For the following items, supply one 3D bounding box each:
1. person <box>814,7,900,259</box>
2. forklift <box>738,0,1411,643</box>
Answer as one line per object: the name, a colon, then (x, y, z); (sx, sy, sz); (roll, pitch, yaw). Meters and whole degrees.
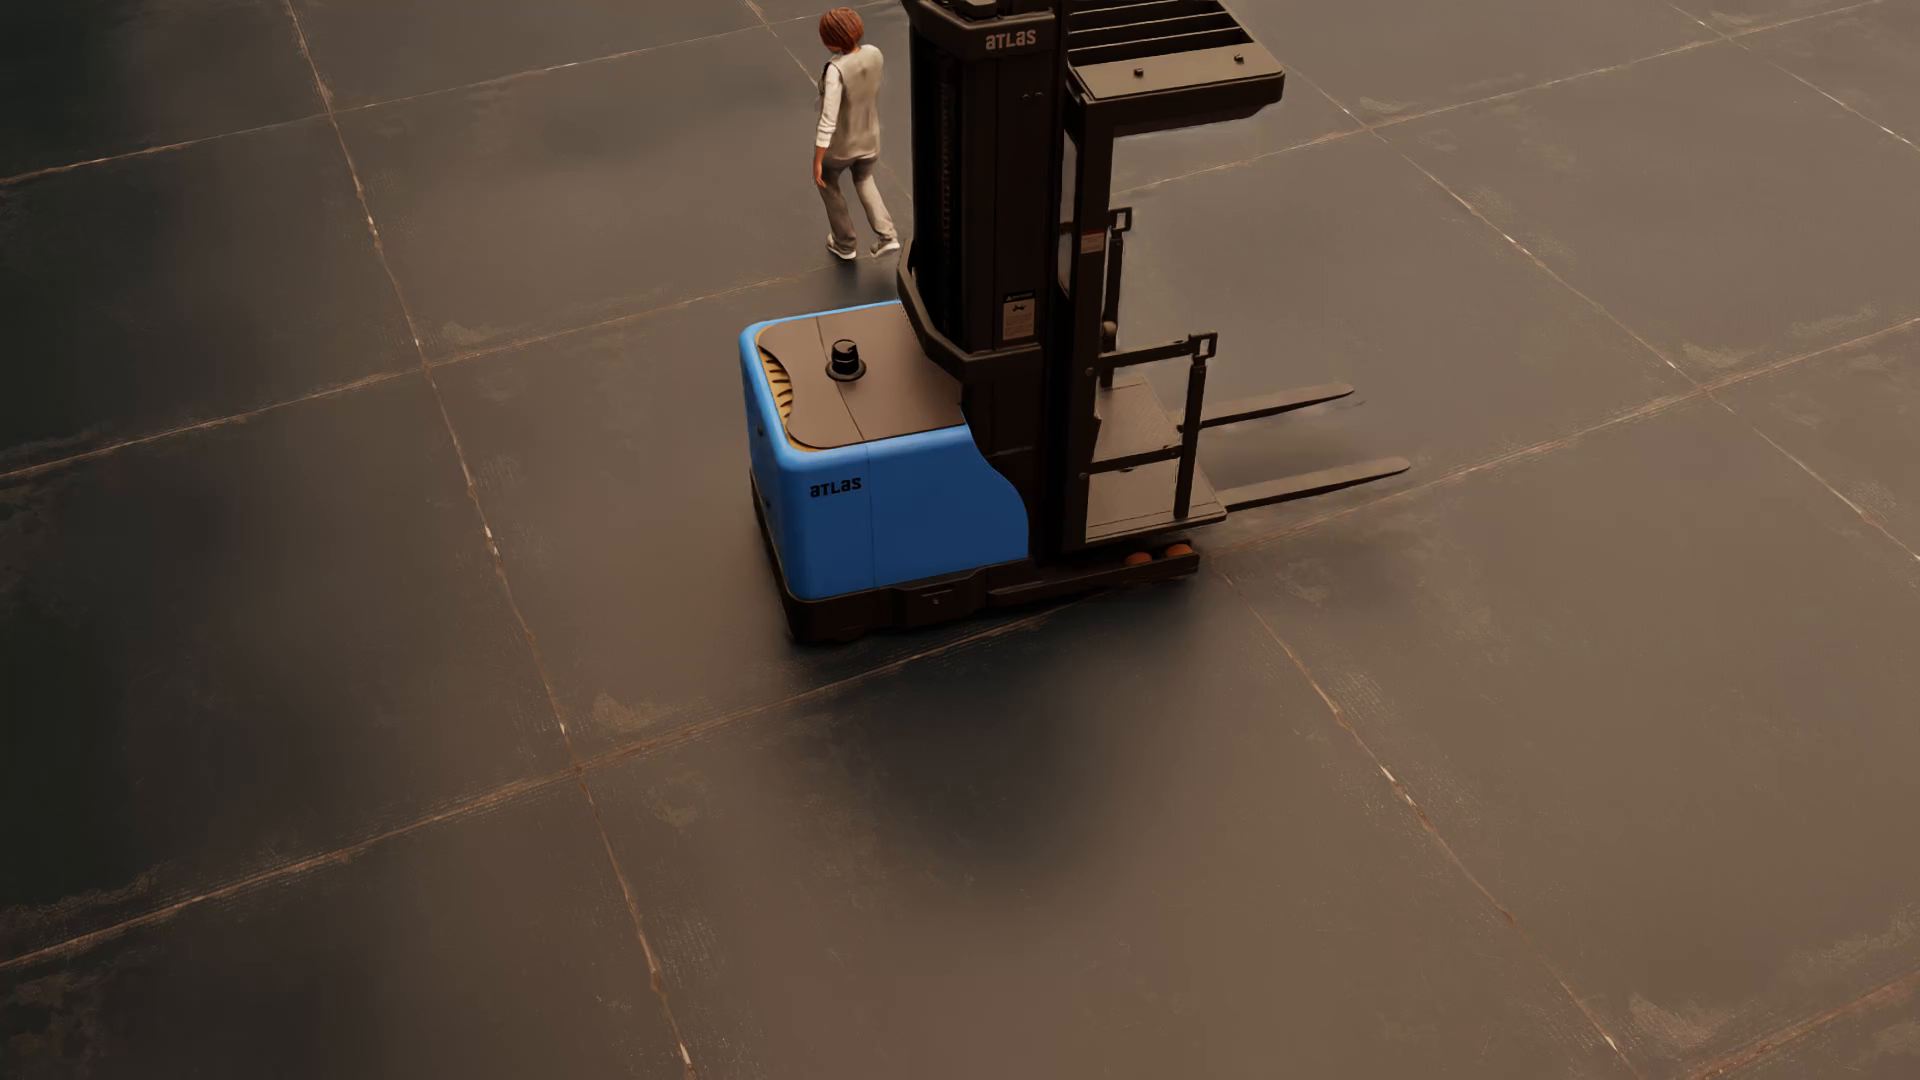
person: (-0.630, -2.154, 9.019); (0.563, 1.540, 0.580); (-22, 47, -22)
forklift: (0.592, -1.190, 6.955); (3.031, 2.935, 1.130); (-11, 44, -12)
